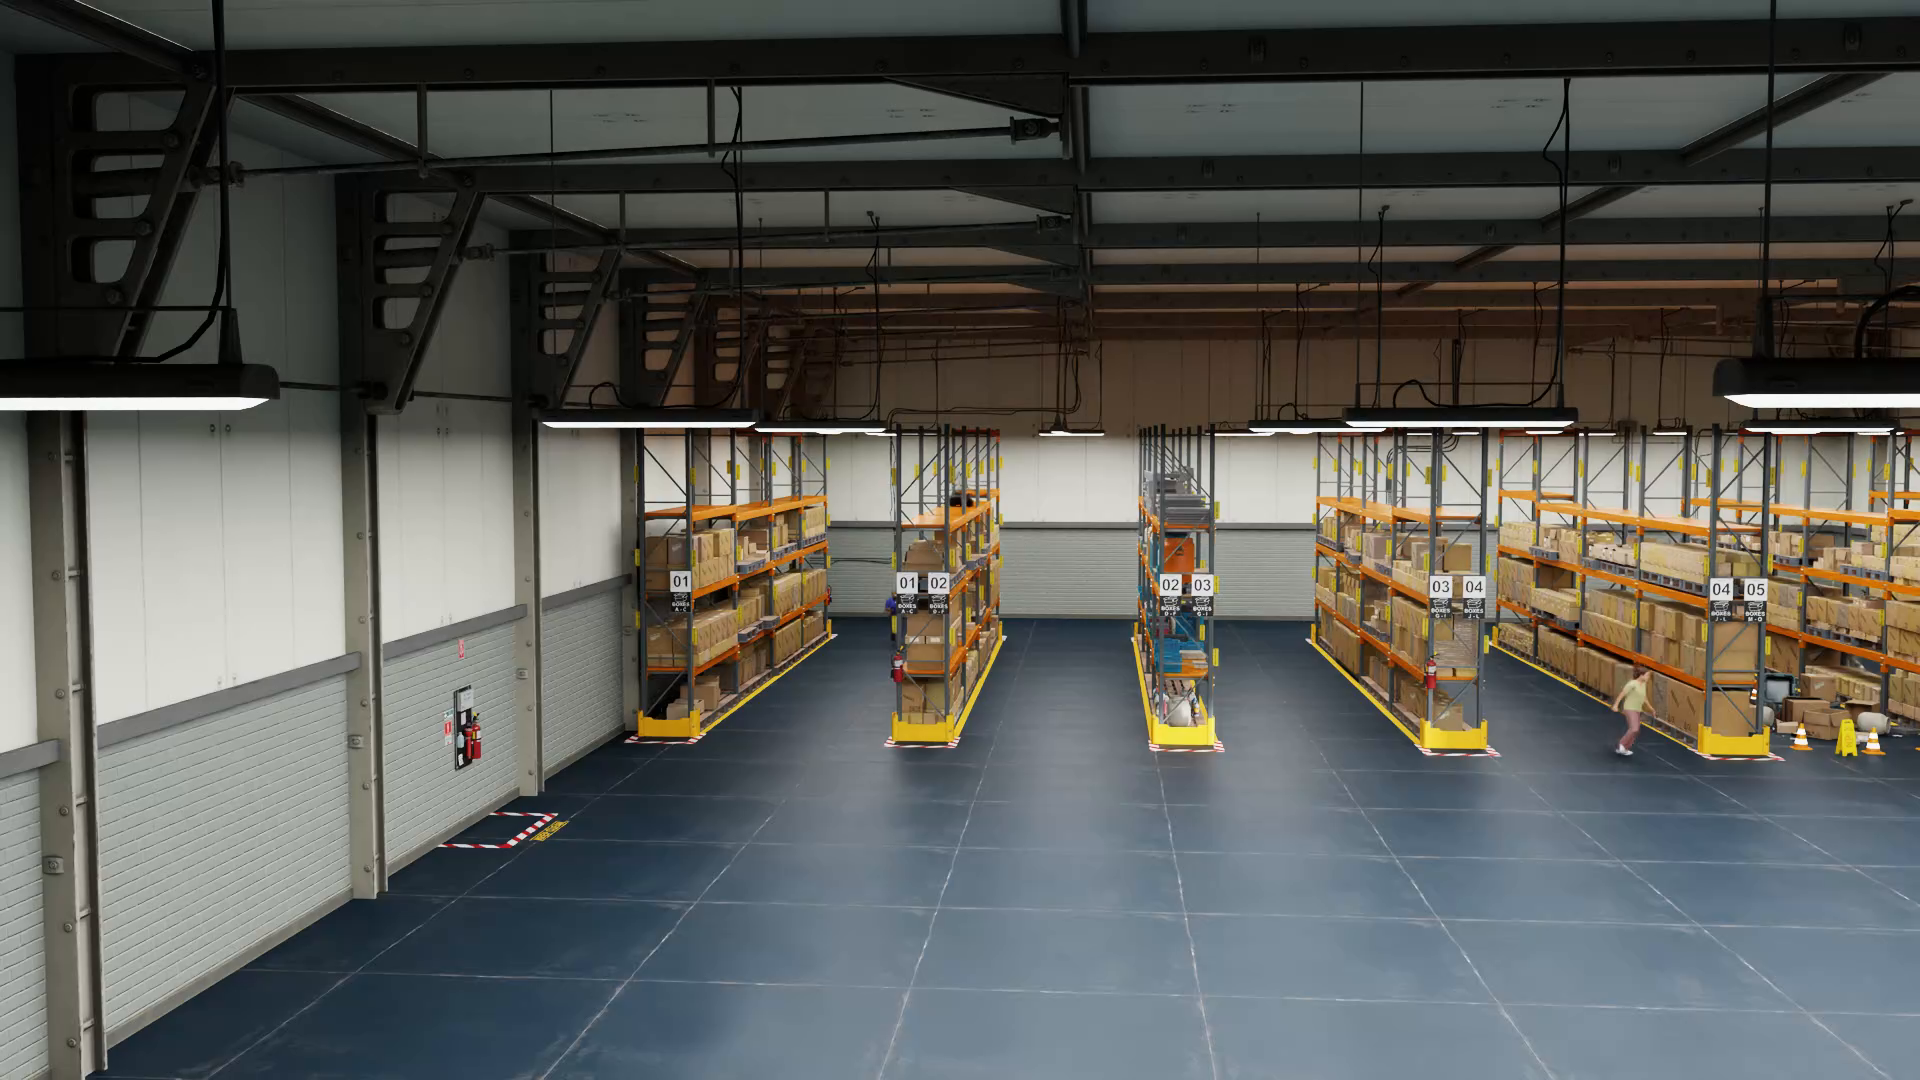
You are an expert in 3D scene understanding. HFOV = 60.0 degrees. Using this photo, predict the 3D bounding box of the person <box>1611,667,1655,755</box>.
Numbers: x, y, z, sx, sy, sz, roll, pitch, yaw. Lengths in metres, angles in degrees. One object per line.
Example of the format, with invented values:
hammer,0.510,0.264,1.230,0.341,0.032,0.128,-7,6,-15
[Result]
person,12.151,3.082,30.002,0.596,1.617,0.575,-2,4,-35

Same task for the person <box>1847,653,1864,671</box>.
person,21.457,2.525,39.971,0.542,1.550,0.676,0,3,-6

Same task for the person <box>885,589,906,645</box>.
person,-1.766,2.151,45.665,0.589,1.619,0.953,0,3,-2
